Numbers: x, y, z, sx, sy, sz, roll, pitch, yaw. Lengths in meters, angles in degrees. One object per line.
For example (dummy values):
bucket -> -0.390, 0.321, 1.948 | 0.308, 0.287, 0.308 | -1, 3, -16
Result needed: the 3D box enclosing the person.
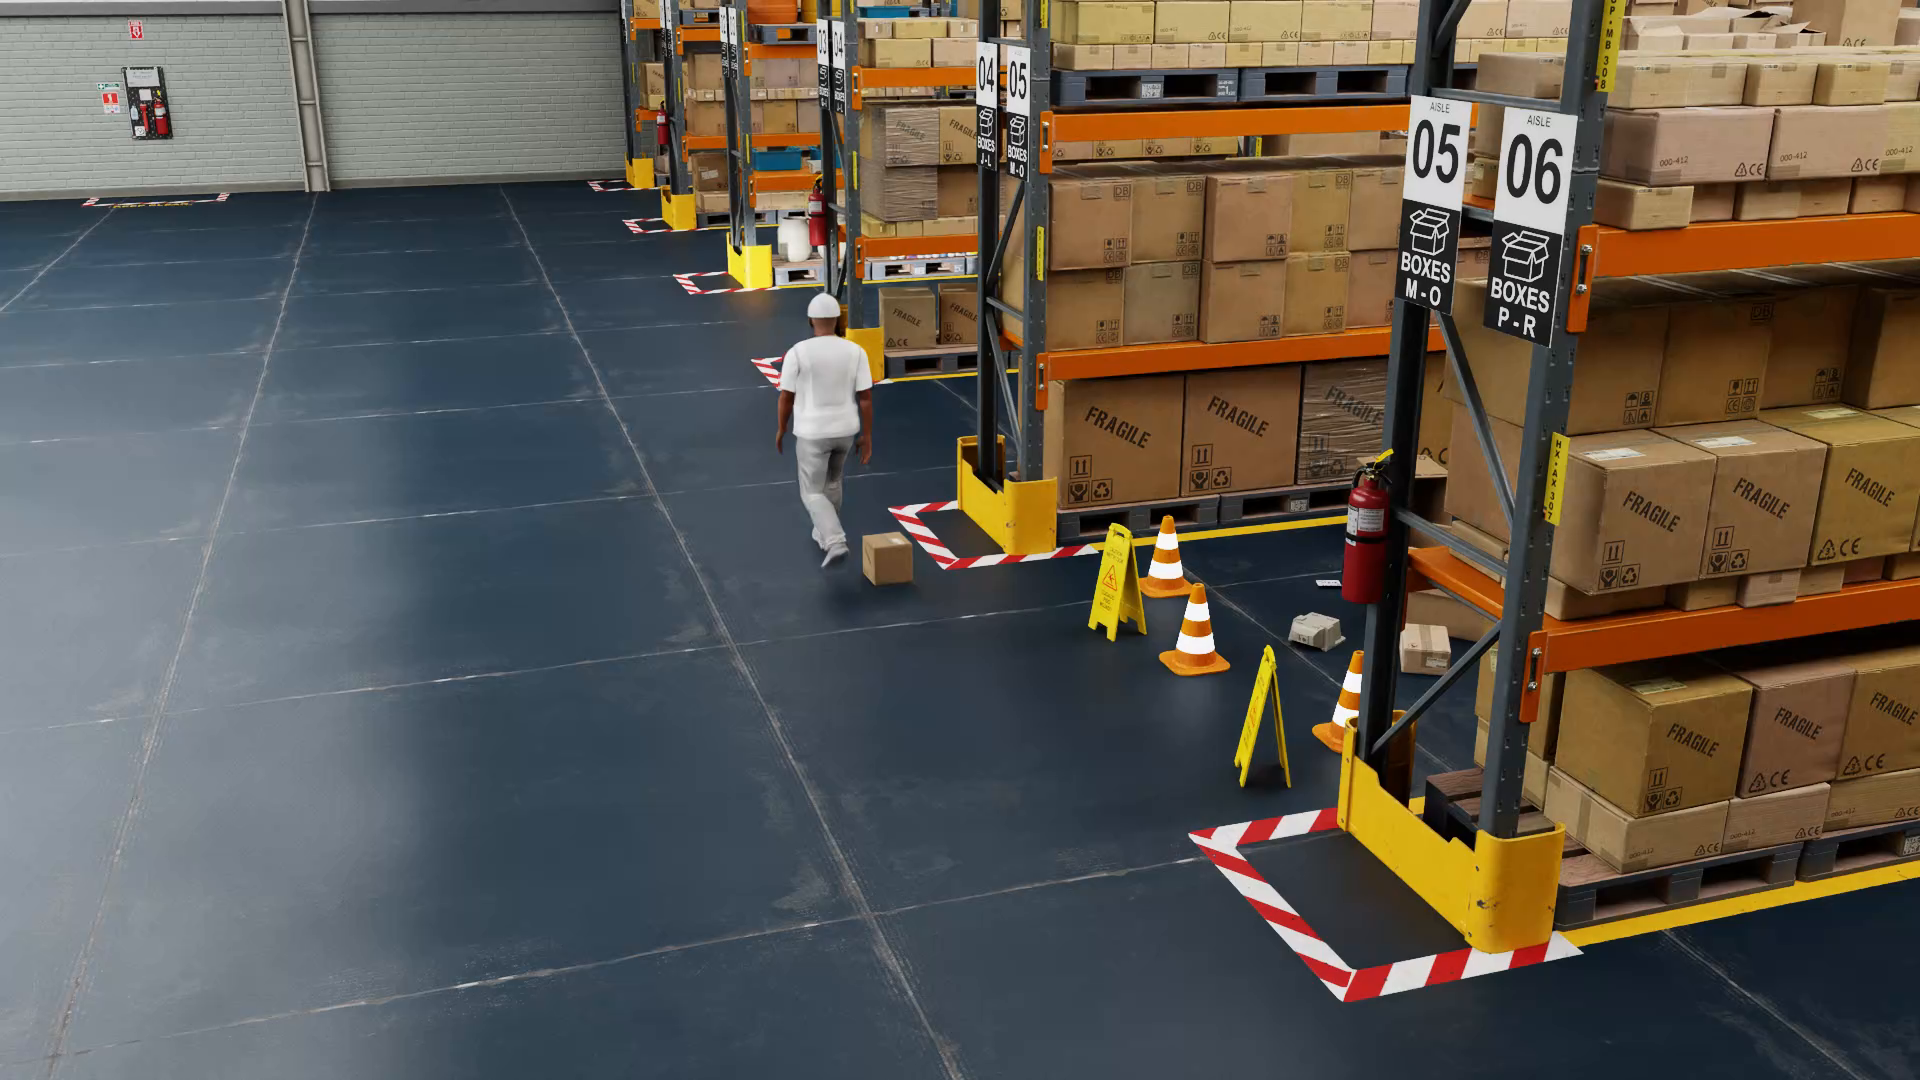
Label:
person -> -0.833, -0.678, 10.477 | 0.575, 1.726, 0.995 | -9, 21, -23
